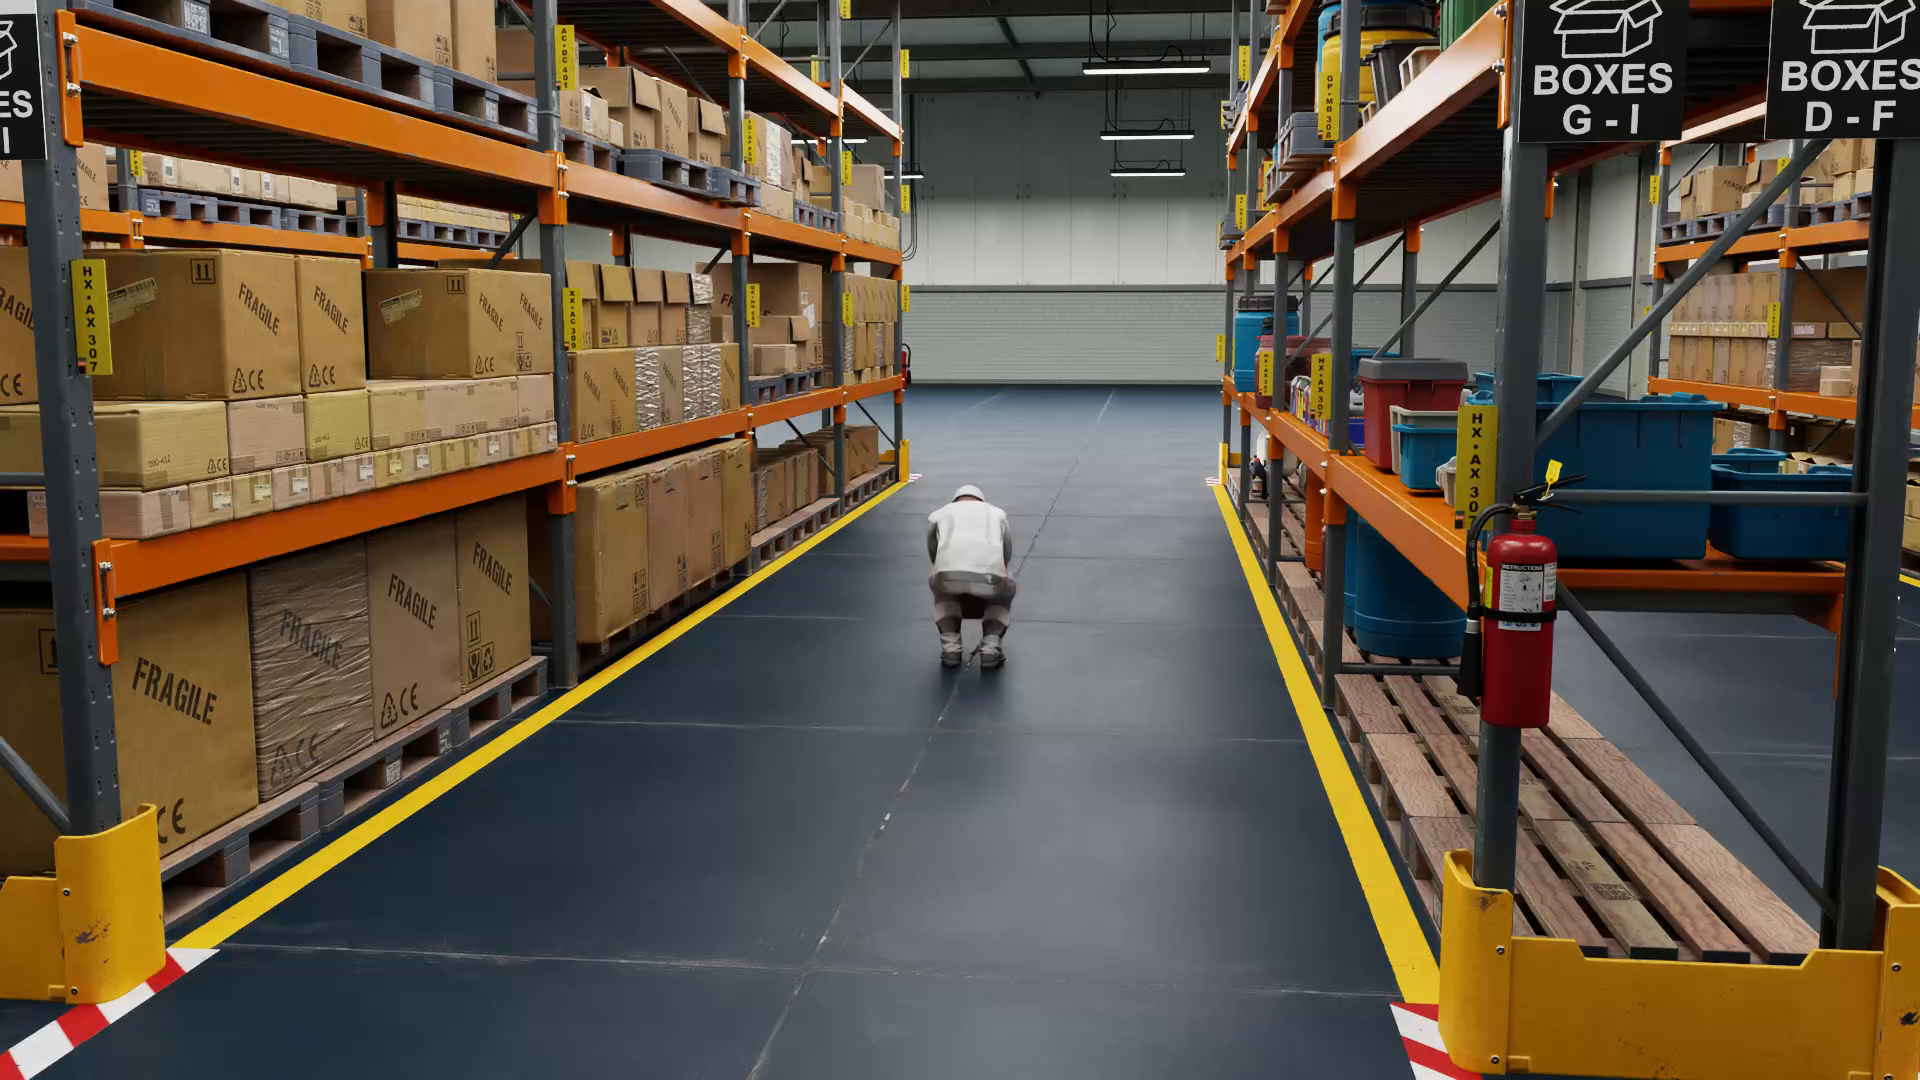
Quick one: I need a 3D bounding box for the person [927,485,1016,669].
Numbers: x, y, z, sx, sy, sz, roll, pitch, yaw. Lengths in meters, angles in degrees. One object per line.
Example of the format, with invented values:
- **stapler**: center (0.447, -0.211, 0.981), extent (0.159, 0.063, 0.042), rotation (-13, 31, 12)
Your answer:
- **person**: center (0.061, 0.209, 9.679), extent (0.535, 0.993, 0.902), rotation (1, 8, 5)
